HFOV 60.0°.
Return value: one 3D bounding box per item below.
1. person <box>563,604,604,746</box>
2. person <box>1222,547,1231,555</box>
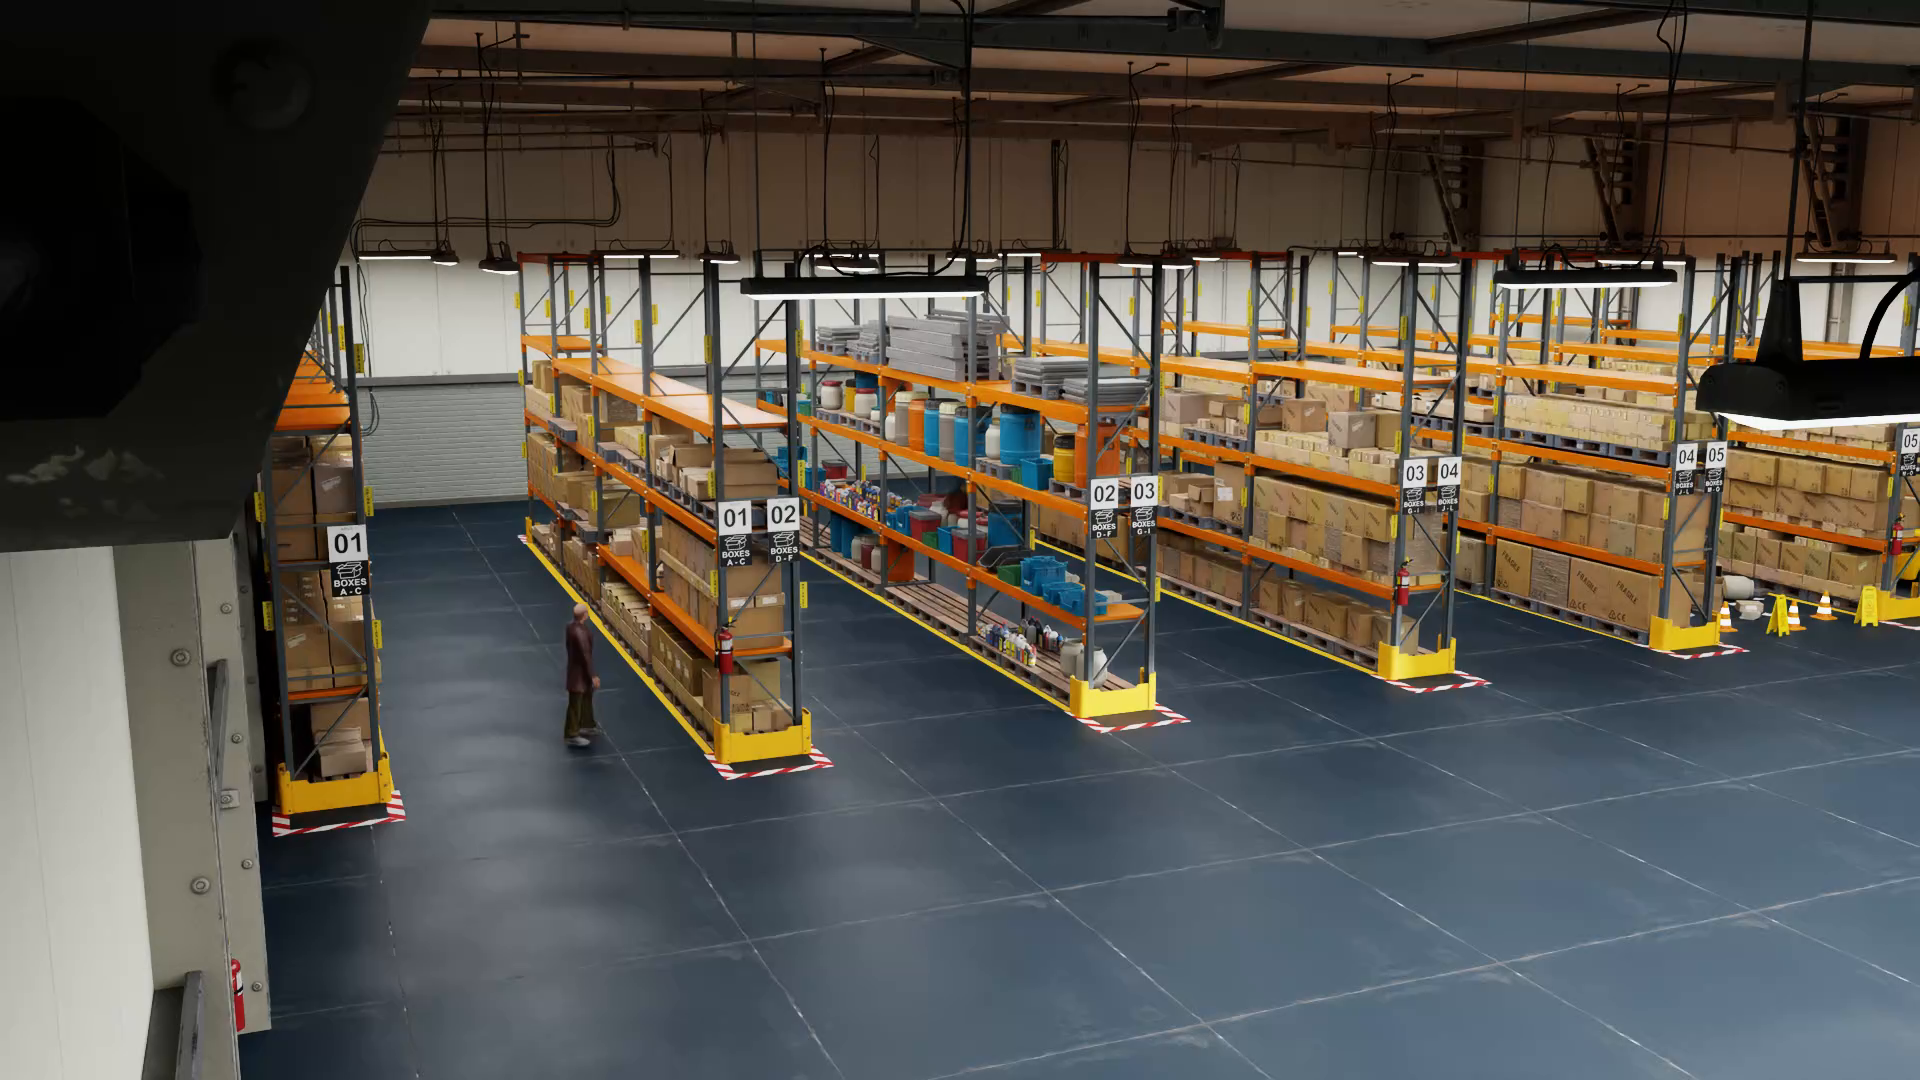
[{"bbox_3d":[-4.776,1.689,20.979,0.538,1.832,0.687,-3,11,-15],"label":"person"},{"bbox_3d":[5.476,-0.331,32.498,0.508,1.548,0.823,-6,12,-28],"label":"person"}]
